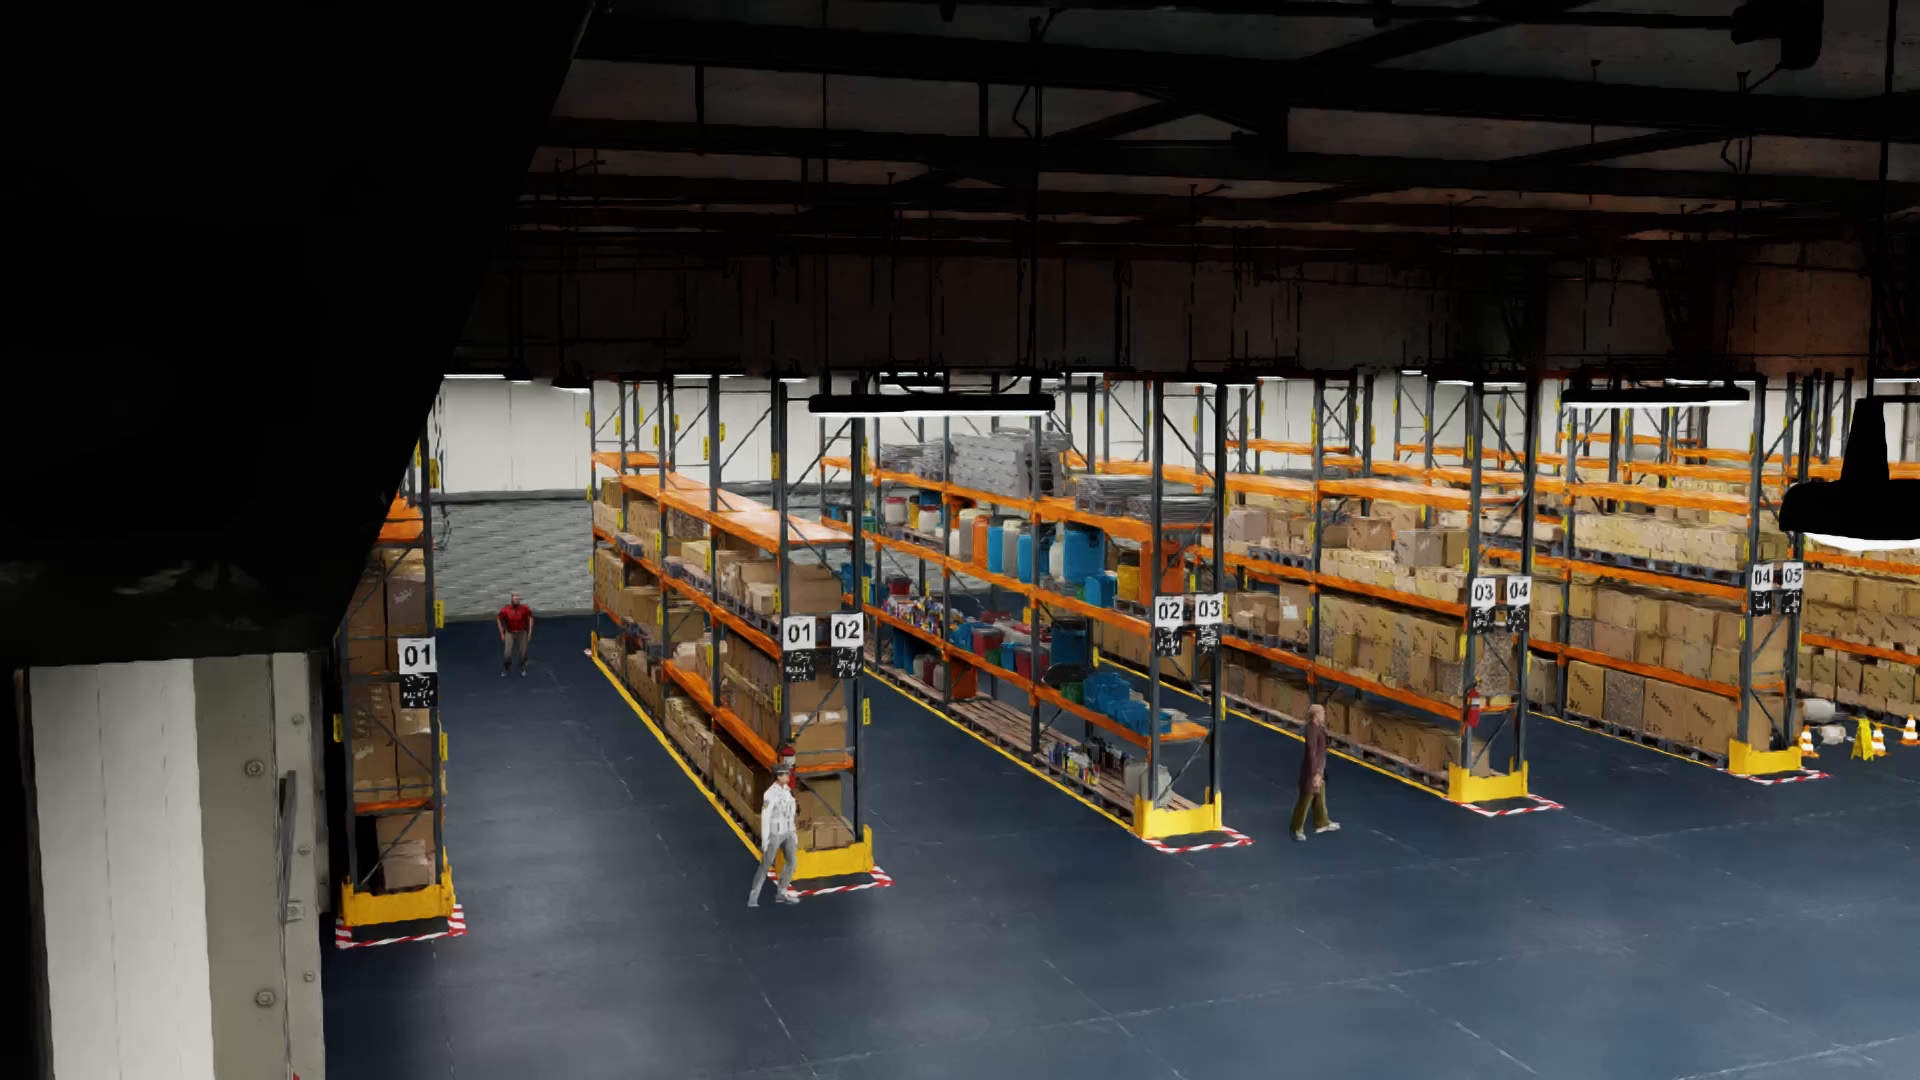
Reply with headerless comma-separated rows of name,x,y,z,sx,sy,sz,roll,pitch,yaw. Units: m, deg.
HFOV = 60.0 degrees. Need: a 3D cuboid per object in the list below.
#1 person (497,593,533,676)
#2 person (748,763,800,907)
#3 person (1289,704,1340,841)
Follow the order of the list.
person,-8.746,1.857,32.703,0.682,1.676,0.531,-3,7,-22
person,-2.168,3.389,19.146,0.491,1.653,0.611,4,7,32
person,4.650,3.006,21.783,0.613,1.765,0.778,2,7,18
